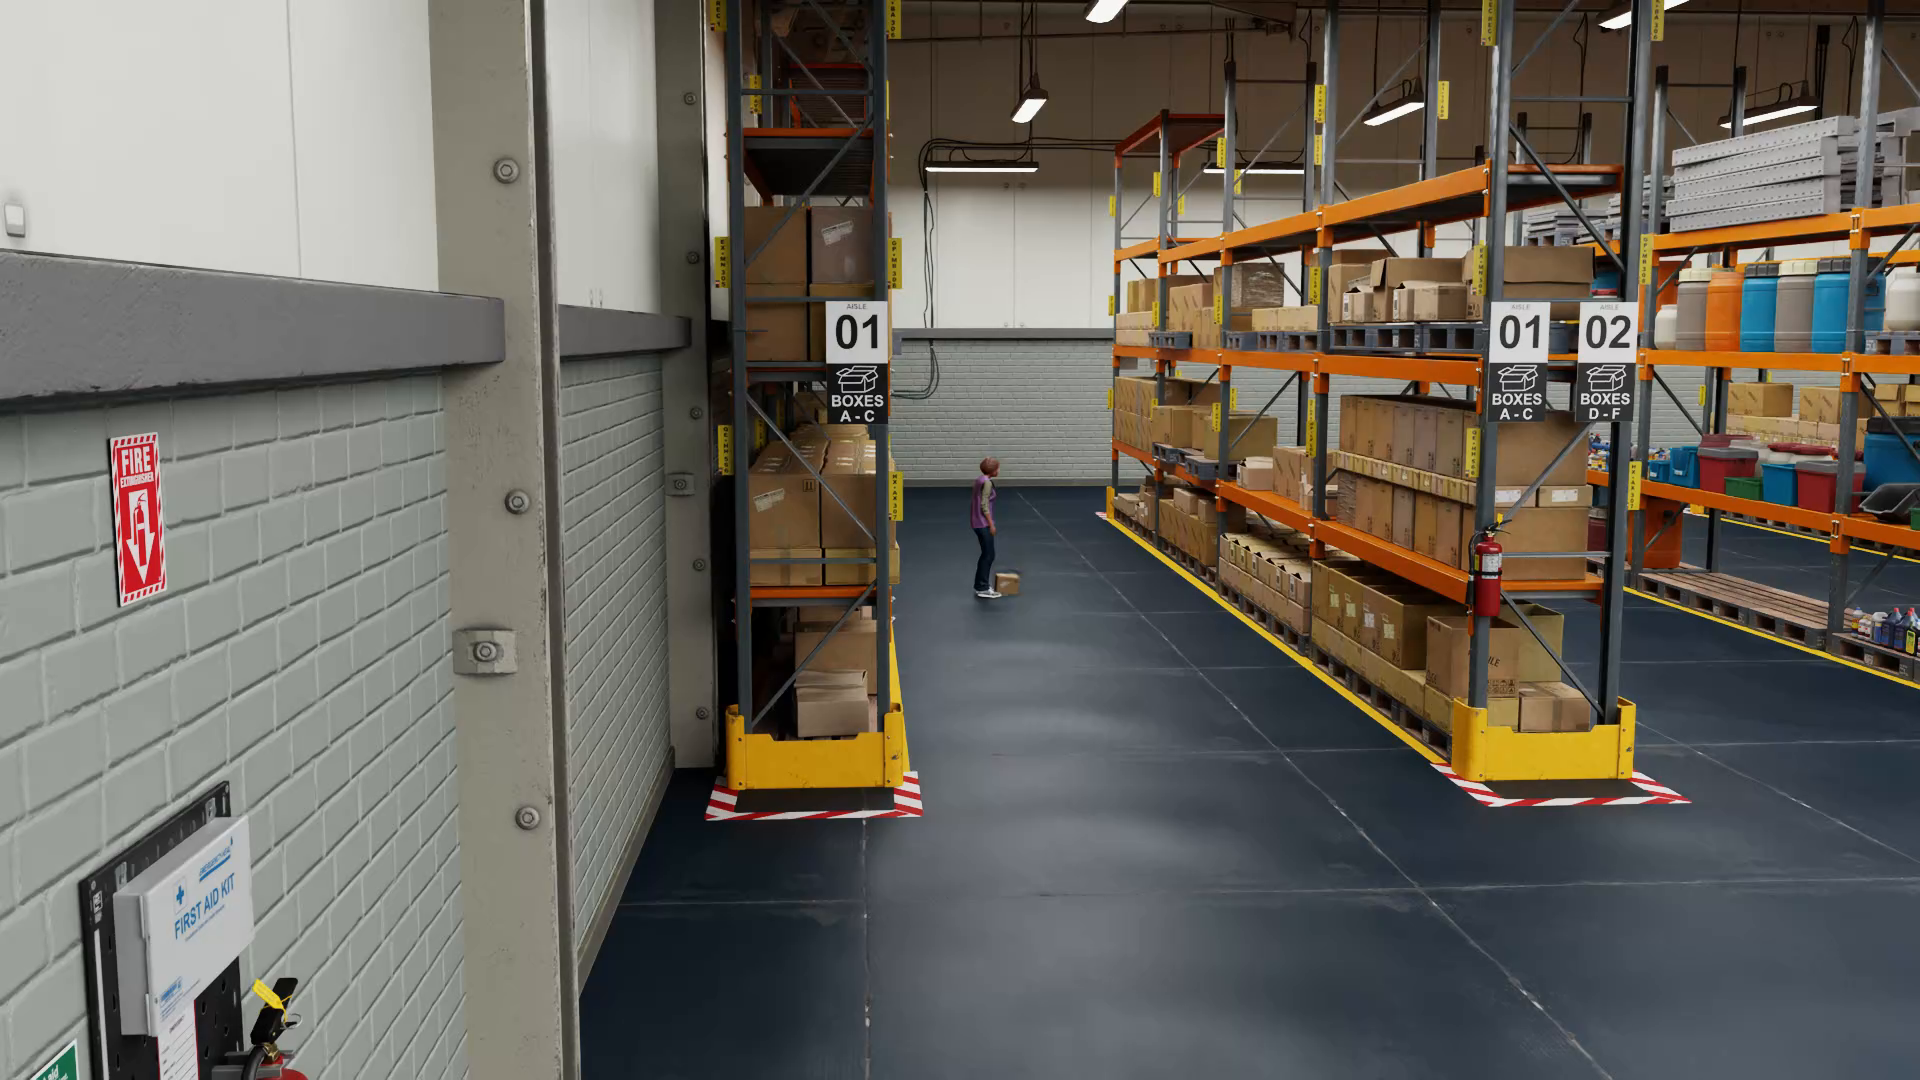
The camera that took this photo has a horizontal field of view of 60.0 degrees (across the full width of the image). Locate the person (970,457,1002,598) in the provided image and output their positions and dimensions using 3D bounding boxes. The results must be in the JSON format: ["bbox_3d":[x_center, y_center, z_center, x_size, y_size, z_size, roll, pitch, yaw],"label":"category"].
[{"bbox_3d":[0.288,-0.154,19.036,0.336,1.594,0.460,-1,7,-6],"label":"person"}]
